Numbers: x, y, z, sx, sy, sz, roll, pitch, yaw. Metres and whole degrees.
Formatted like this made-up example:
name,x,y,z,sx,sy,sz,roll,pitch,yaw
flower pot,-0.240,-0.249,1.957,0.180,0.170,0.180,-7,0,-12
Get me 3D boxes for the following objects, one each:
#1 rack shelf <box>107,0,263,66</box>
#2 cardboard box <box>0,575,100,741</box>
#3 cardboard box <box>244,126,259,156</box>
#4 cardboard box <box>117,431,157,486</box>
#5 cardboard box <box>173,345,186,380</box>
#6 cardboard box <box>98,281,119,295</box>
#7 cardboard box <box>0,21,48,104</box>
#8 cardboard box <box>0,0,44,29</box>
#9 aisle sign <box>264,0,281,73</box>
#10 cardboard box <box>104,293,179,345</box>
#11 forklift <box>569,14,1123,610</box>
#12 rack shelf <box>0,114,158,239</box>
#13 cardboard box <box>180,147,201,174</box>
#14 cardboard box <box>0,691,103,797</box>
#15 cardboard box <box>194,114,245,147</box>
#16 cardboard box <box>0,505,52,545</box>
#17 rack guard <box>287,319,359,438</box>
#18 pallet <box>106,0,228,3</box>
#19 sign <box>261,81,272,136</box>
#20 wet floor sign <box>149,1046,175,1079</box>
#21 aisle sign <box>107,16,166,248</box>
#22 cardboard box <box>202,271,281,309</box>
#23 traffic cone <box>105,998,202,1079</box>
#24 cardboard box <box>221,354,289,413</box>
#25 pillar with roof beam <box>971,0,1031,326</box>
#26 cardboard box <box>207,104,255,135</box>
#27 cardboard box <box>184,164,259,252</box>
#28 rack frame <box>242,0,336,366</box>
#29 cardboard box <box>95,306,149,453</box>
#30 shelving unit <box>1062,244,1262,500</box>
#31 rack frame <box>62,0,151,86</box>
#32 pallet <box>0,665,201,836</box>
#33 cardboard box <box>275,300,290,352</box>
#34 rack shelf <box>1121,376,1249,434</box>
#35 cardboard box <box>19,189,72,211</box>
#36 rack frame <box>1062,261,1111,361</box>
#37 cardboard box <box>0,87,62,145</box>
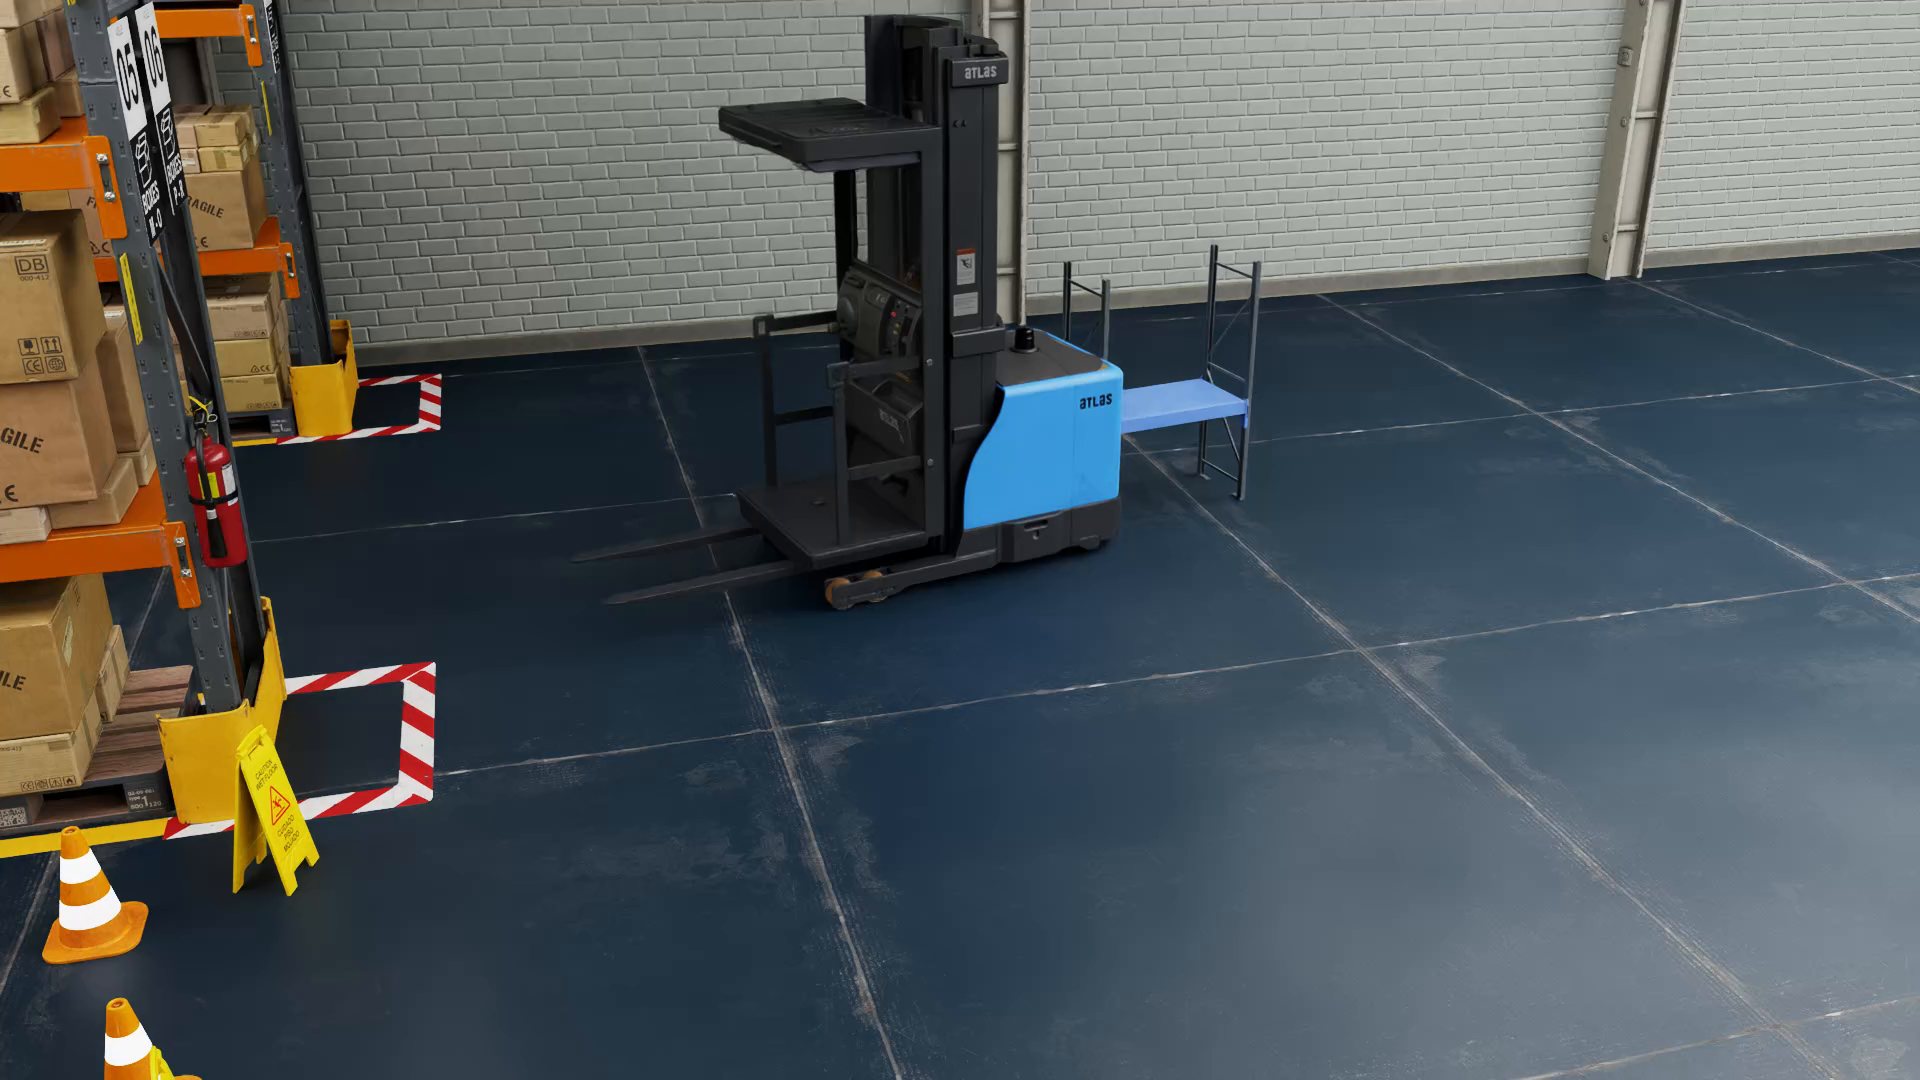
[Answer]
name,x,y,z,sx,sy,sz,roll,pitch,yaw
rack shelf,-6.466,-3.145,10.385,4.000,0.370,1.077,-6,24,-14
cardboard box,-3.897,0.484,6.822,0.500,0.500,0.500,-6,24,-14
cardboard box,-4.937,-2.717,11.329,0.250,0.149,0.380,-7,24,-16
cardboard box,-3.579,-0.353,7.088,0.250,0.149,0.380,-6,24,-14
cardboard box,-5.411,-1.250,11.179,0.500,0.250,0.500,-7,24,-15
cardboard box,-6.019,-1.616,11.399,0.500,0.250,0.500,-6,24,-15
cardboard box,-3.616,-1.716,5.954,0.500,0.250,0.500,-7,24,-15
cardboard box,-3.442,-1.908,5.896,0.250,0.149,0.380,-6,24,-14
aisle sign,-4.398,-3.401,10.575,0.004,0.787,0.394,-6,24,-14
cardboard box,-5.390,-1.475,11.071,0.500,0.250,0.500,-6,24,-13
forklift,-0.618,-1.210,8.853,3.031,2.935,1.130,-12,26,-26
rack shelf,-5.122,-1.261,5.994,4.000,0.370,1.077,-6,24,-14
cardboard box,-5.037,-2.473,10.760,0.250,0.149,0.380,-6,24,-14
cardboard box,-3.925,0.835,6.955,0.500,0.250,0.500,-6,24,-15
cardboard box,-4.829,-2.673,10.849,0.250,0.149,0.380,-6,24,-14
cardboard box,-3.713,-0.121,6.546,0.250,0.149,0.380,-7,24,-15
rack guard,-4.518,-1.164,11.830,0.348,0.500,1.175,-6,24,-14
pallet,-5.228,-3.583,10.604,1.213,0.211,1.003,-6,24,-14
sign,-4.407,-2.744,10.572,0.005,0.325,0.100,-6,24,-14
wet floor sign,-2.269,1.769,4.809,0.232,0.644,0.267,-11,25,-23
aisle sign,-3.058,-1.518,6.186,0.004,0.787,0.394,-6,24,-14
cardboard box,-5.055,-1.720,11.641,0.500,0.250,0.500,-7,24,-15
traffic cone,-2.635,1.660,5.294,0.334,0.463,0.336,-6,24,-14
cardboard box,-4.908,-1.070,11.394,0.500,0.250,0.500,-6,24,-14
pillar with roof beam,1.485,-4.340,8.453,0.400,9.000,9.100,-6,24,-14
cardboard box,-4.922,-2.837,11.230,0.250,0.149,0.380,-7,24,-15
cardboard box,-4.944,-2.204,10.957,0.500,0.500,0.500,-7,24,-16
rack frame,-4.541,-2.311,11.331,0.127,3.000,1.000,-6,24,-14
cardboard box,-3.727,-0.664,6.989,0.500,0.500,0.500,-7,24,-15
shelving unit,1.188,-0.942,10.042,1.048,1.500,0.538,-10,25,-23
rack frame,-3.196,-3.183,5.757,0.127,3.000,1.000,-6,24,-14
pallet,-4.061,0.936,7.301,1.213,0.211,1.003,-6,24,-14
cardboard box,-5.049,-1.499,11.759,0.500,0.250,0.500,-6,24,-13
rack shelf,1.188,-0.776,10.113,1.000,0.185,0.538,-10,25,-23
cardboard box,-5.939,-2.098,10.709,0.500,0.500,0.500,-7,24,-15
rack frame,0.728,-0.857,9.844,0.032,1.500,0.500,-10,25,-23
cardboard box,-3.464,-1.545,6.062,0.250,0.149,0.380,-6,24,-14
